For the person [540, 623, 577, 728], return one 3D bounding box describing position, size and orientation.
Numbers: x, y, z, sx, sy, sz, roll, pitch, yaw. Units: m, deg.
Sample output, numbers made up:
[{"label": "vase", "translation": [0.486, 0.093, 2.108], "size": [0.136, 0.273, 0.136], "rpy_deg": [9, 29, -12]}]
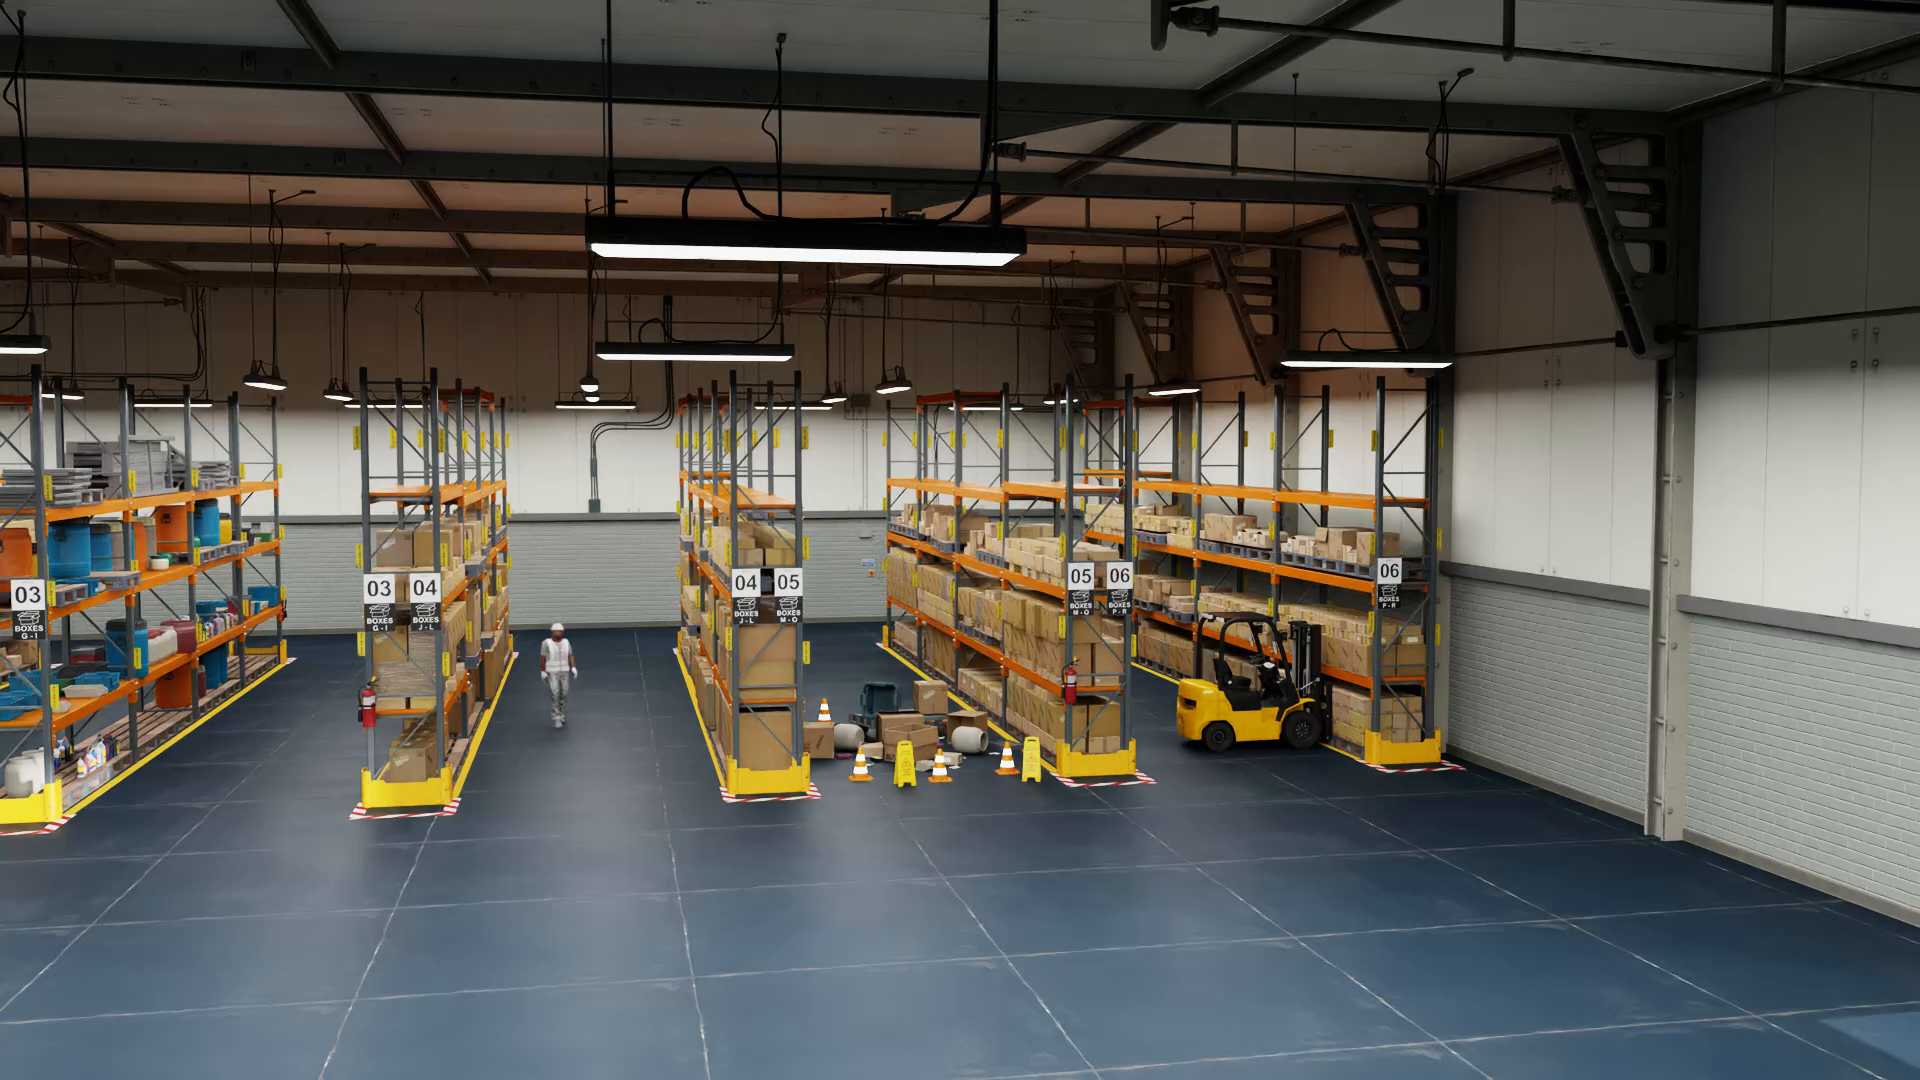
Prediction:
[{"label": "person", "translation": [-7.051, 2.383, 29.396], "size": [0.570, 1.814, 0.680], "rpy_deg": [-3, 4, -37]}]
